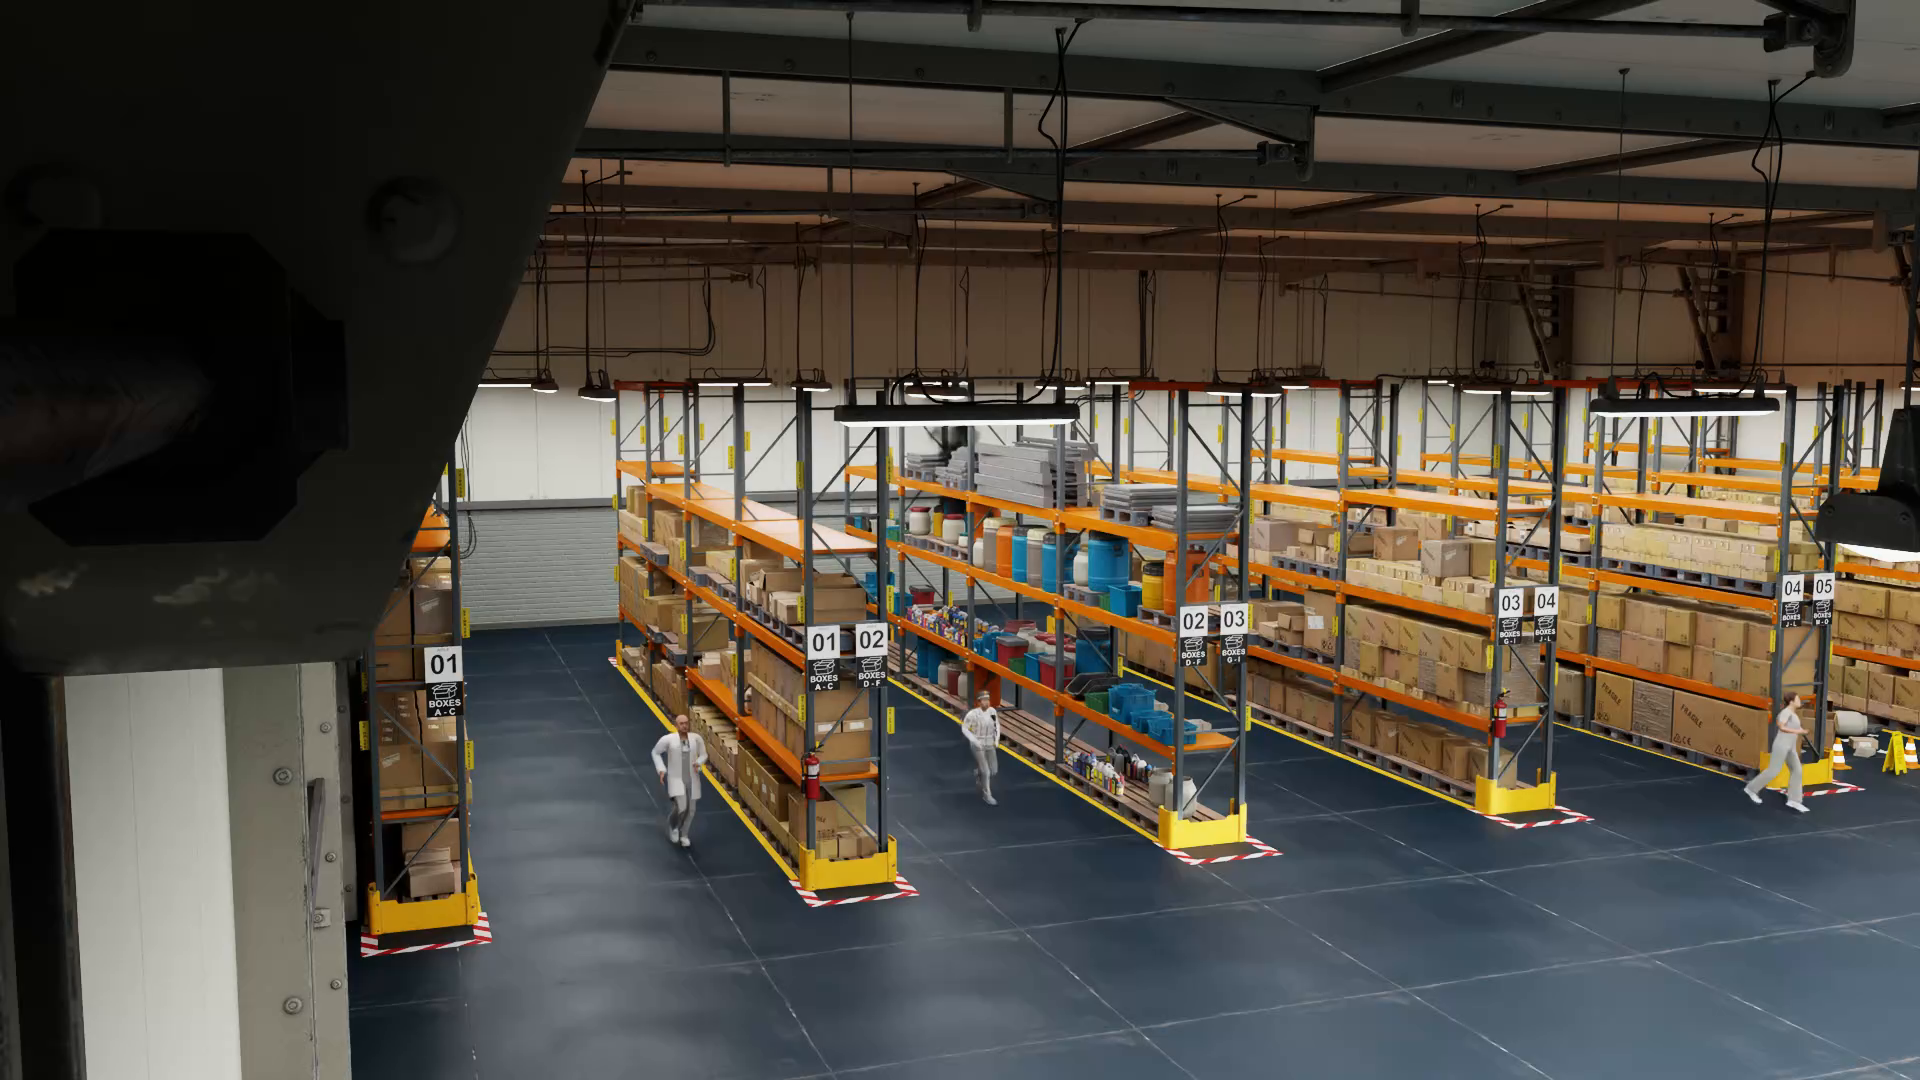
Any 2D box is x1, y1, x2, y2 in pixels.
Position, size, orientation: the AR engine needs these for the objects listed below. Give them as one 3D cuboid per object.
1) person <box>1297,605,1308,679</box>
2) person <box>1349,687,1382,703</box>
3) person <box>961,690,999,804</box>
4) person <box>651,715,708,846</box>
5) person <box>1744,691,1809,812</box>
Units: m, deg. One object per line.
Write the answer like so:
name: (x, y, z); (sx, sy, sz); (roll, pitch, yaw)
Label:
person: (6.740, 2.077, 32.411); (0.589, 1.653, 0.528); (-2, 6, -18)
person: (7.685, 2.141, 31.357); (0.652, 1.864, 0.832); (-3, 7, -24)
person: (0.311, 2.979, 24.114); (0.639, 1.650, 0.530); (-3, 7, -27)
person: (-3.617, 3.161, 21.766); (0.692, 1.742, 0.656); (-3, 7, -28)
person: (11.818, 2.988, 23.848); (0.891, 1.658, 0.591); (6, 8, 44)
